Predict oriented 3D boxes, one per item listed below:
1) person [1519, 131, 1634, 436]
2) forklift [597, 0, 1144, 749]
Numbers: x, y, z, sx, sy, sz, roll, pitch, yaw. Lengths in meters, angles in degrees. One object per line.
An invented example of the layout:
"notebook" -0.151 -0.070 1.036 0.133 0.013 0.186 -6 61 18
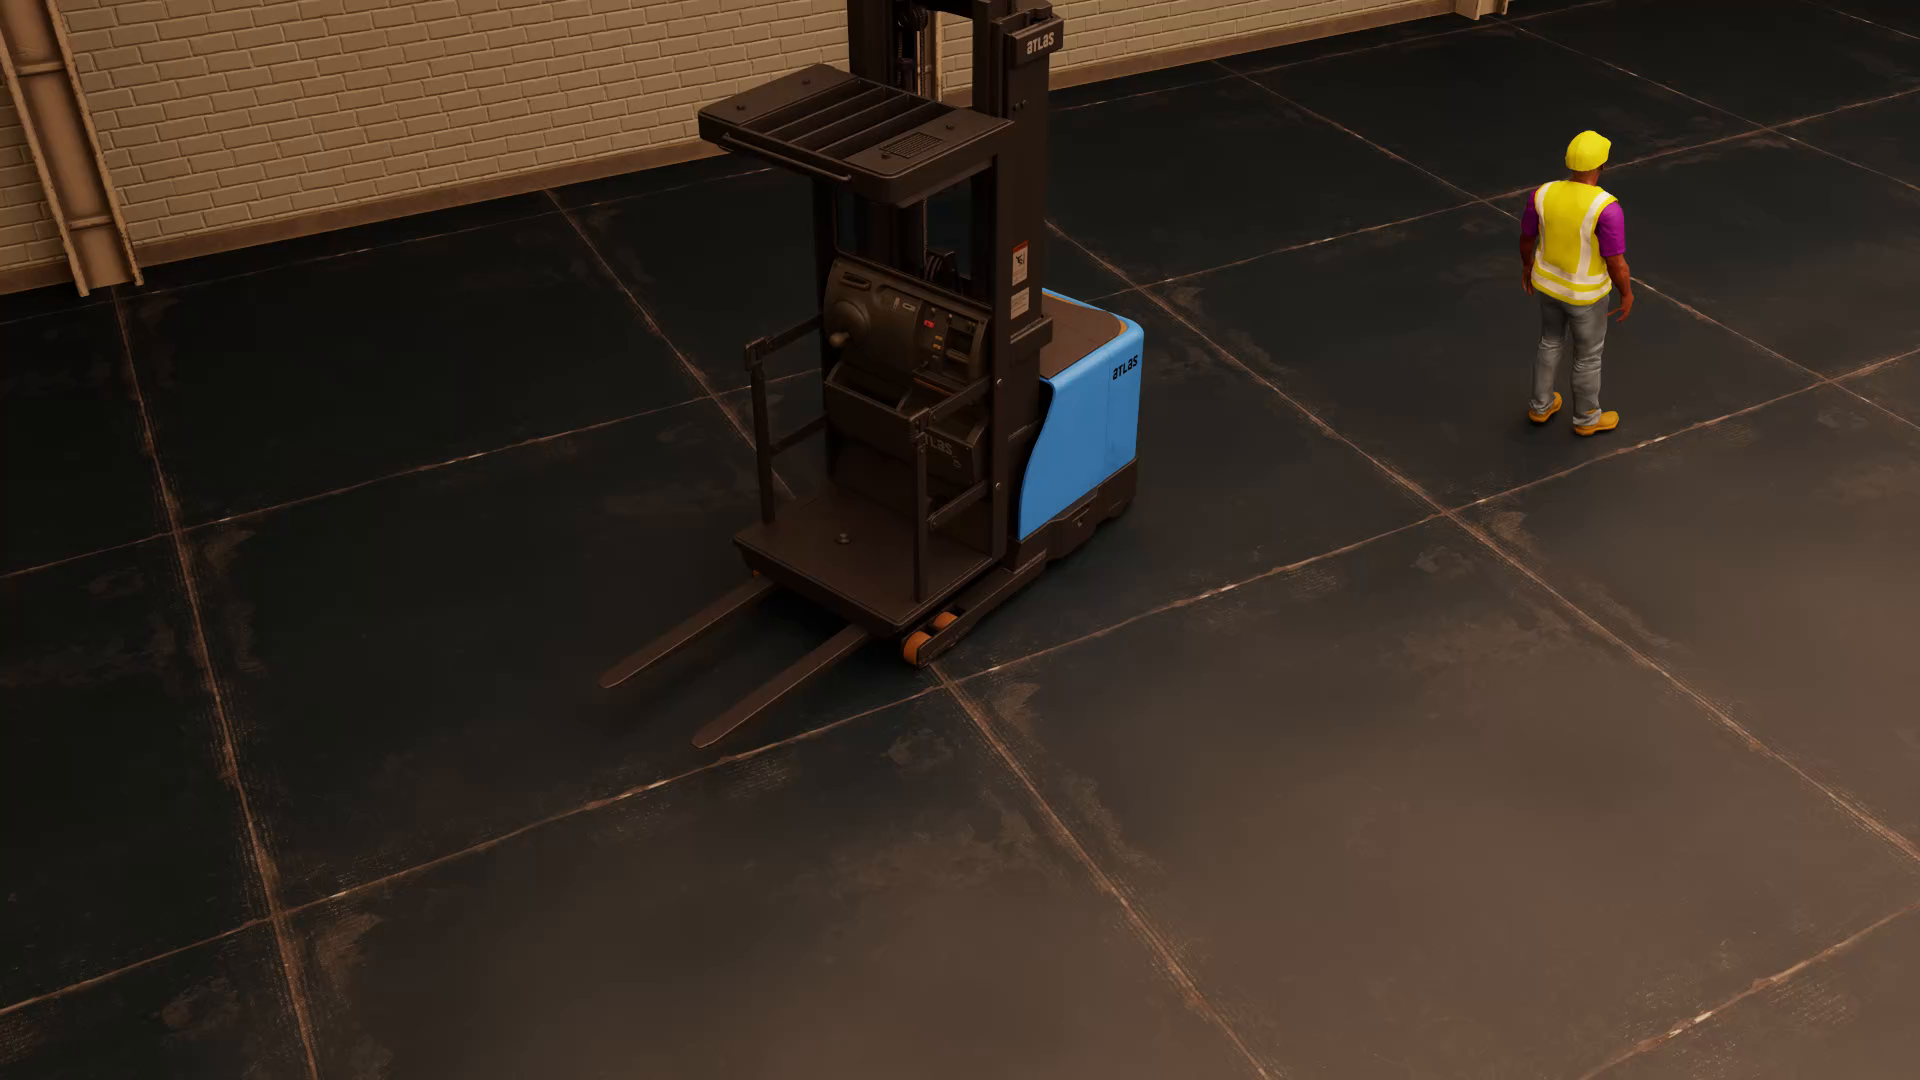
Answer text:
"person" 3.395 -1.418 9.127 0.591 1.762 0.666 -27 43 -32
"forklift" -0.390 -0.927 7.434 1.130 2.935 3.031 26 43 31
